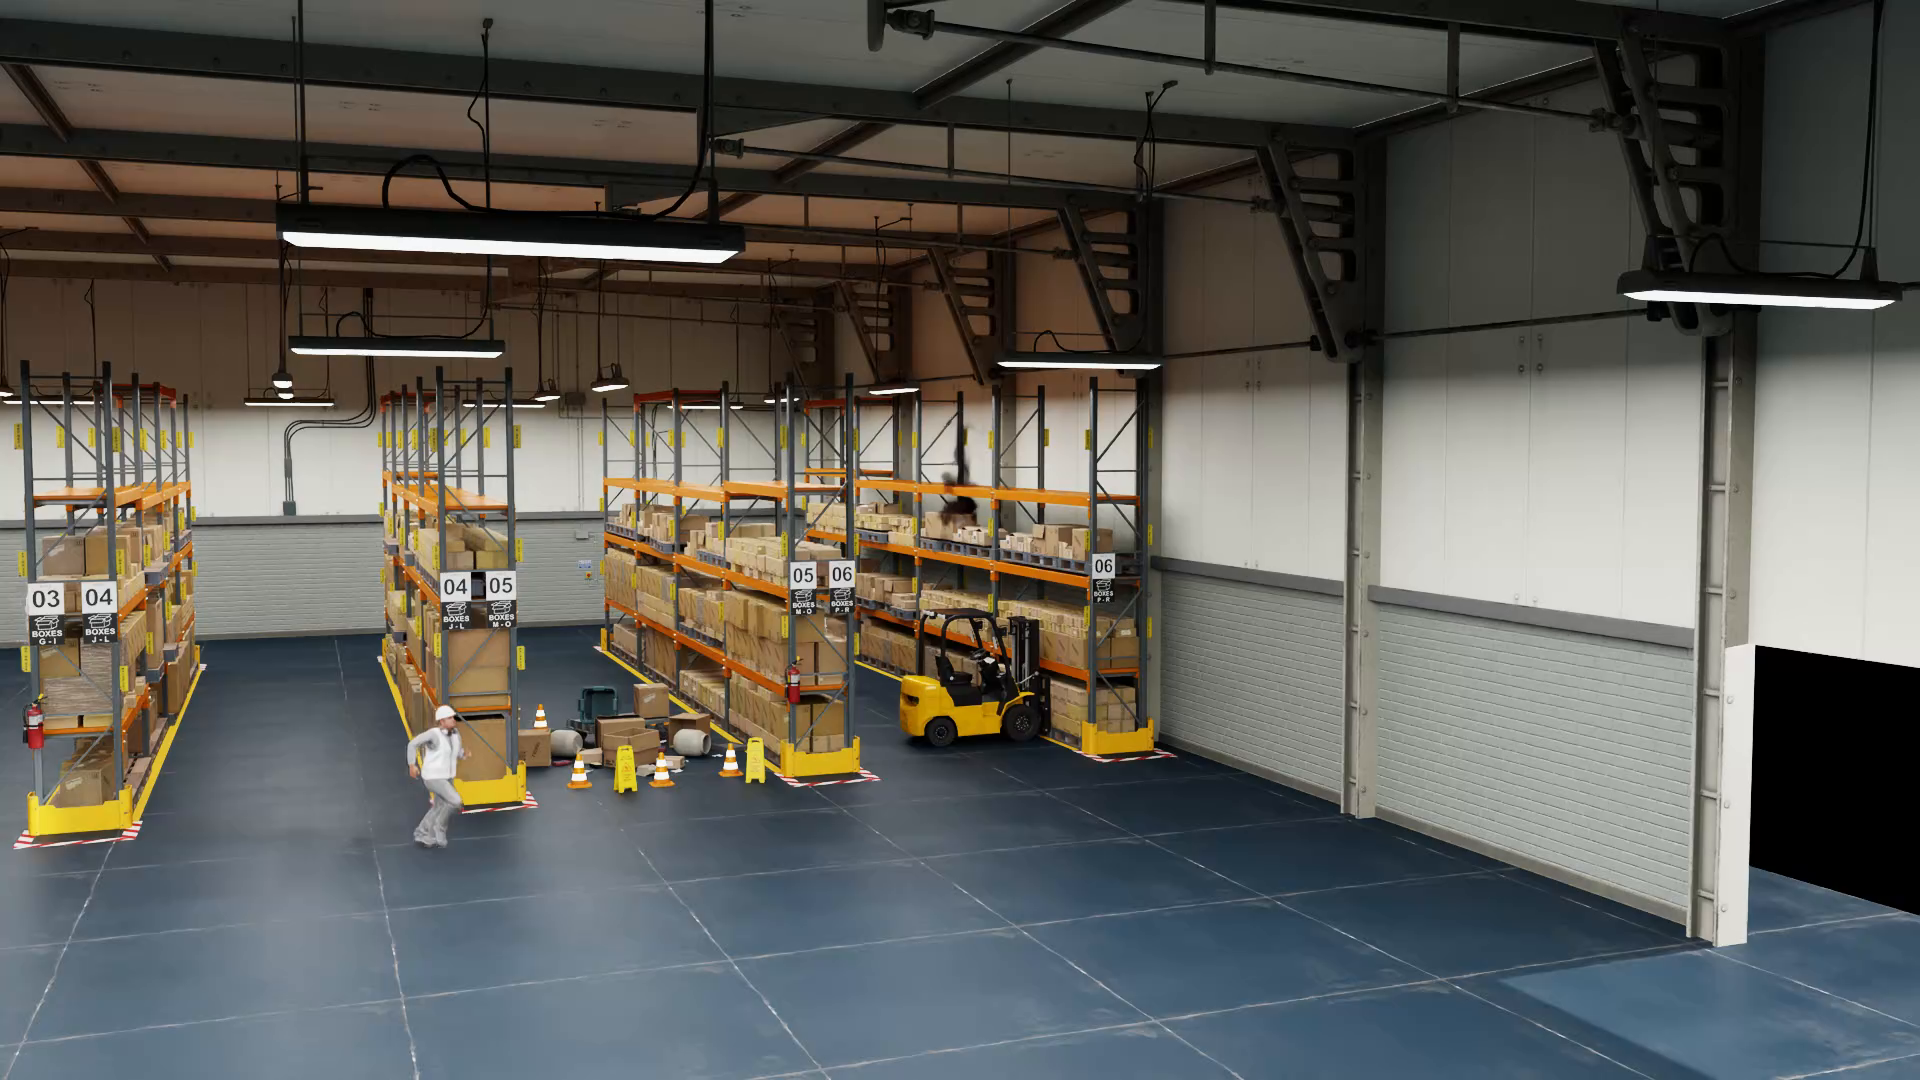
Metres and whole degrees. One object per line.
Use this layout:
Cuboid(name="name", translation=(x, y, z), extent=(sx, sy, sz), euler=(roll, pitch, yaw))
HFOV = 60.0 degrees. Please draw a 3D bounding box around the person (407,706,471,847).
Cuboid(name="person", translation=(-6.341, 2.887, 20.325), extent=(0.783, 1.728, 0.687), euler=(1, 4, 21))
